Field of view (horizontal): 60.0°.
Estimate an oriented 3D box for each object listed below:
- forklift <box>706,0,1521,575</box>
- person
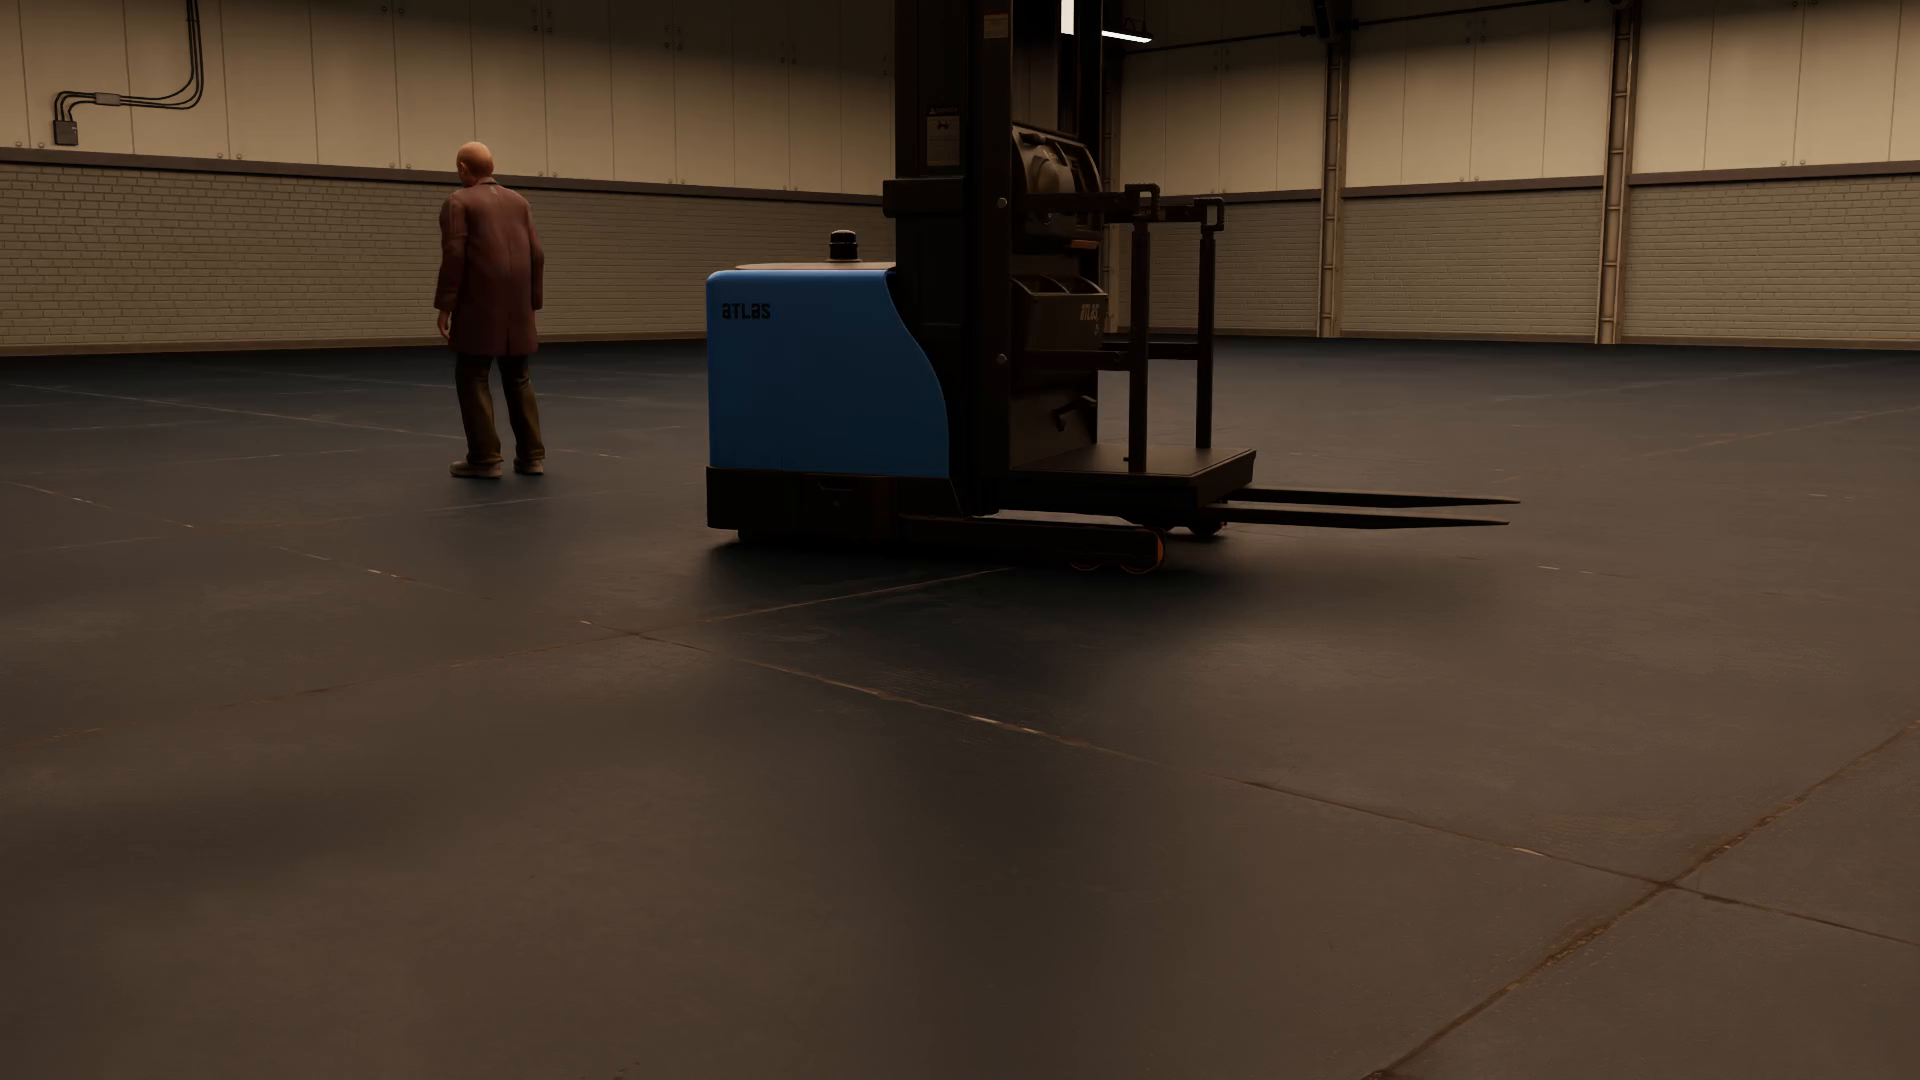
[{"bbox_3d":[0.565,-1.416,6.275,3.031,2.935,1.130,3,9,22],"label":"forklift"},{"bbox_3d":[-2.525,-1.228,8.919,0.433,1.773,0.652,8,11,41],"label":"person"}]
